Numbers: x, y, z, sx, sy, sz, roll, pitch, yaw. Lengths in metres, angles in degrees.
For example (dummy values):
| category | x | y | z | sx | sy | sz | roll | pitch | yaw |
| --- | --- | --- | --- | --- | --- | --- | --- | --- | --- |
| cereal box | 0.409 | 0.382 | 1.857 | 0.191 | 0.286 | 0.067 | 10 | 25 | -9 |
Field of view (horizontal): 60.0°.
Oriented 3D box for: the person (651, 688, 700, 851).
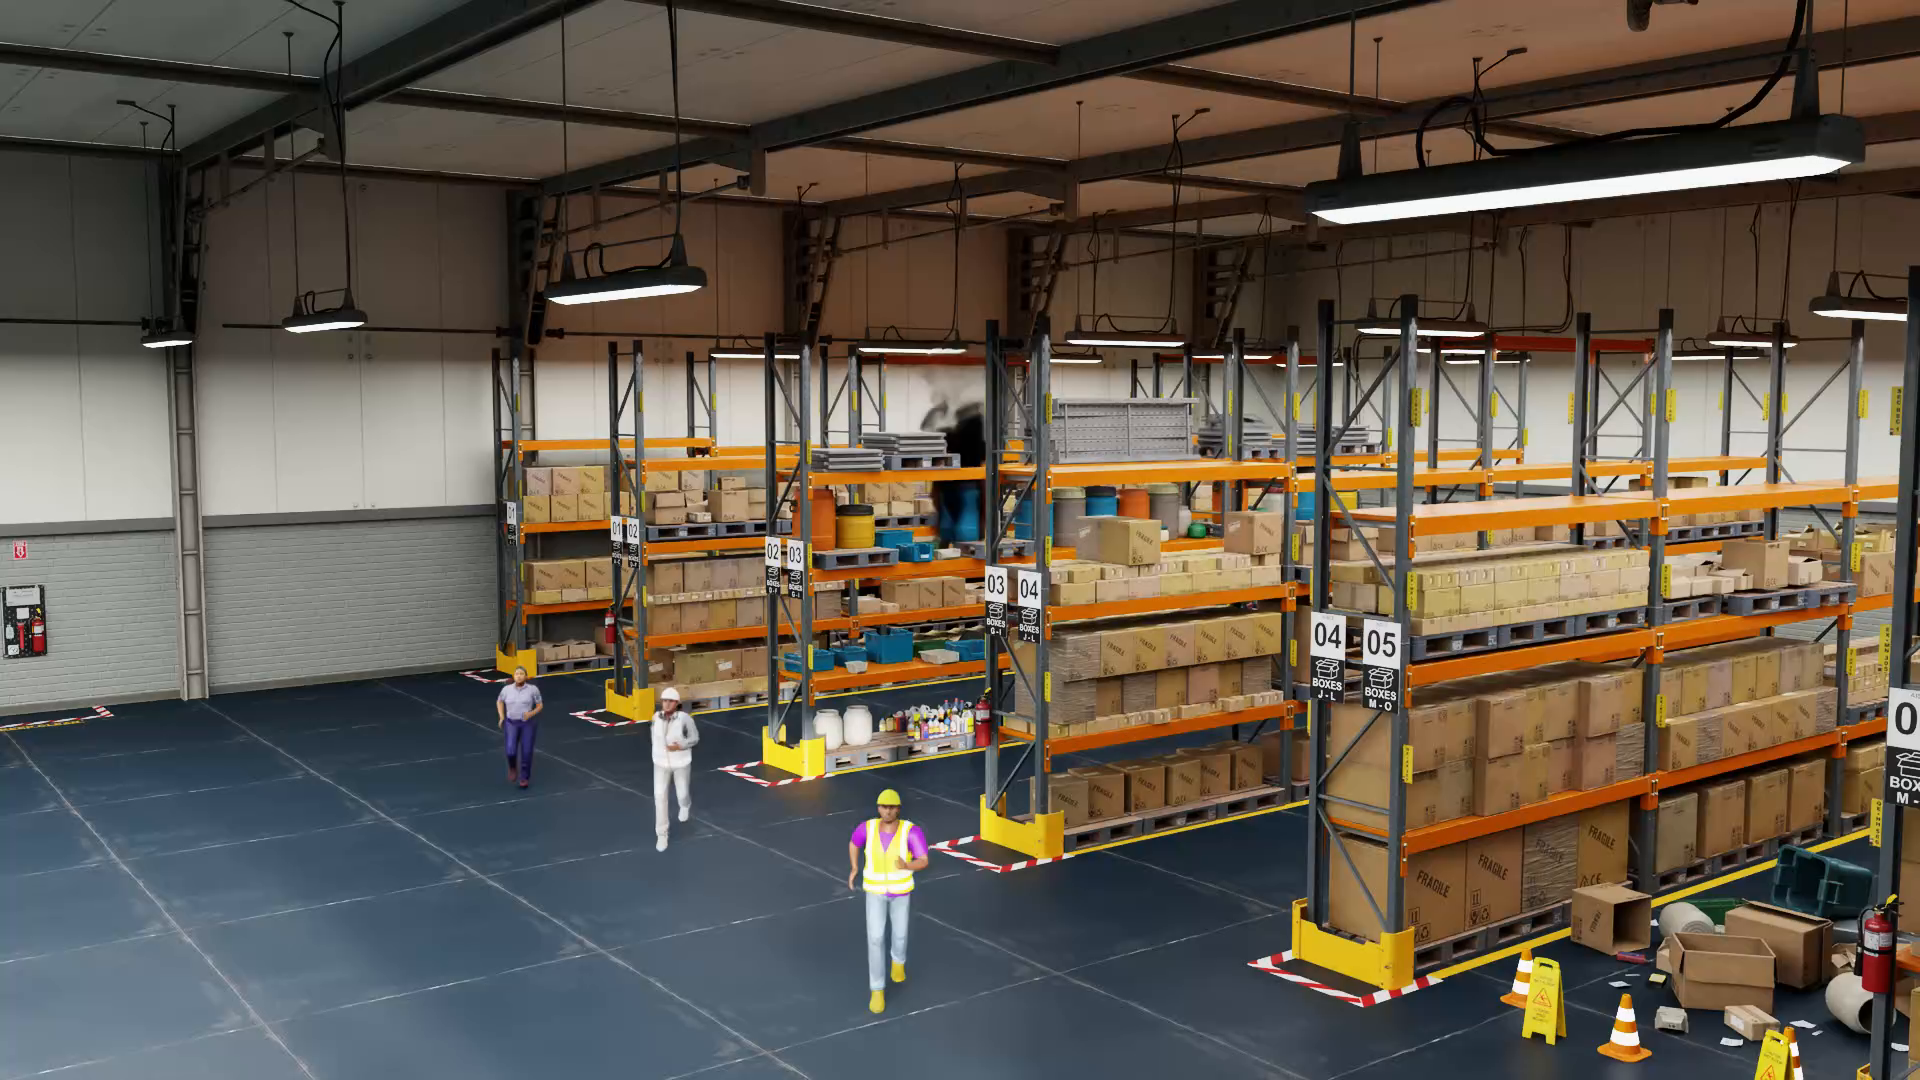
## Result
| category | x | y | z | sx | sy | sz | roll | pitch | yaw |
| --- | --- | --- | --- | --- | --- | --- | --- | --- | --- |
| person | -3.308 | 2.602 | 19.299 | 0.613 | 1.812 | 1.081 | 0 | 5 | 0 |

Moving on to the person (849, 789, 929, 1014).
| category | x | y | z | sx | sy | sz | roll | pitch | yaw |
| --- | --- | --- | --- | --- | --- | --- | --- | --- | --- |
| person | -0.609 | 3.017 | 14.216 | 0.686 | 1.797 | 0.880 | 0 | 5 | -2 |

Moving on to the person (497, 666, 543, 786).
| category | x | y | z | sx | sy | sz | roll | pitch | yaw |
| --- | --- | --- | --- | --- | --- | --- | --- | --- | --- |
| person | -5.756 | 2.453 | 21.751 | 0.604 | 1.599 | 0.559 | -1 | 5 | -11 |
